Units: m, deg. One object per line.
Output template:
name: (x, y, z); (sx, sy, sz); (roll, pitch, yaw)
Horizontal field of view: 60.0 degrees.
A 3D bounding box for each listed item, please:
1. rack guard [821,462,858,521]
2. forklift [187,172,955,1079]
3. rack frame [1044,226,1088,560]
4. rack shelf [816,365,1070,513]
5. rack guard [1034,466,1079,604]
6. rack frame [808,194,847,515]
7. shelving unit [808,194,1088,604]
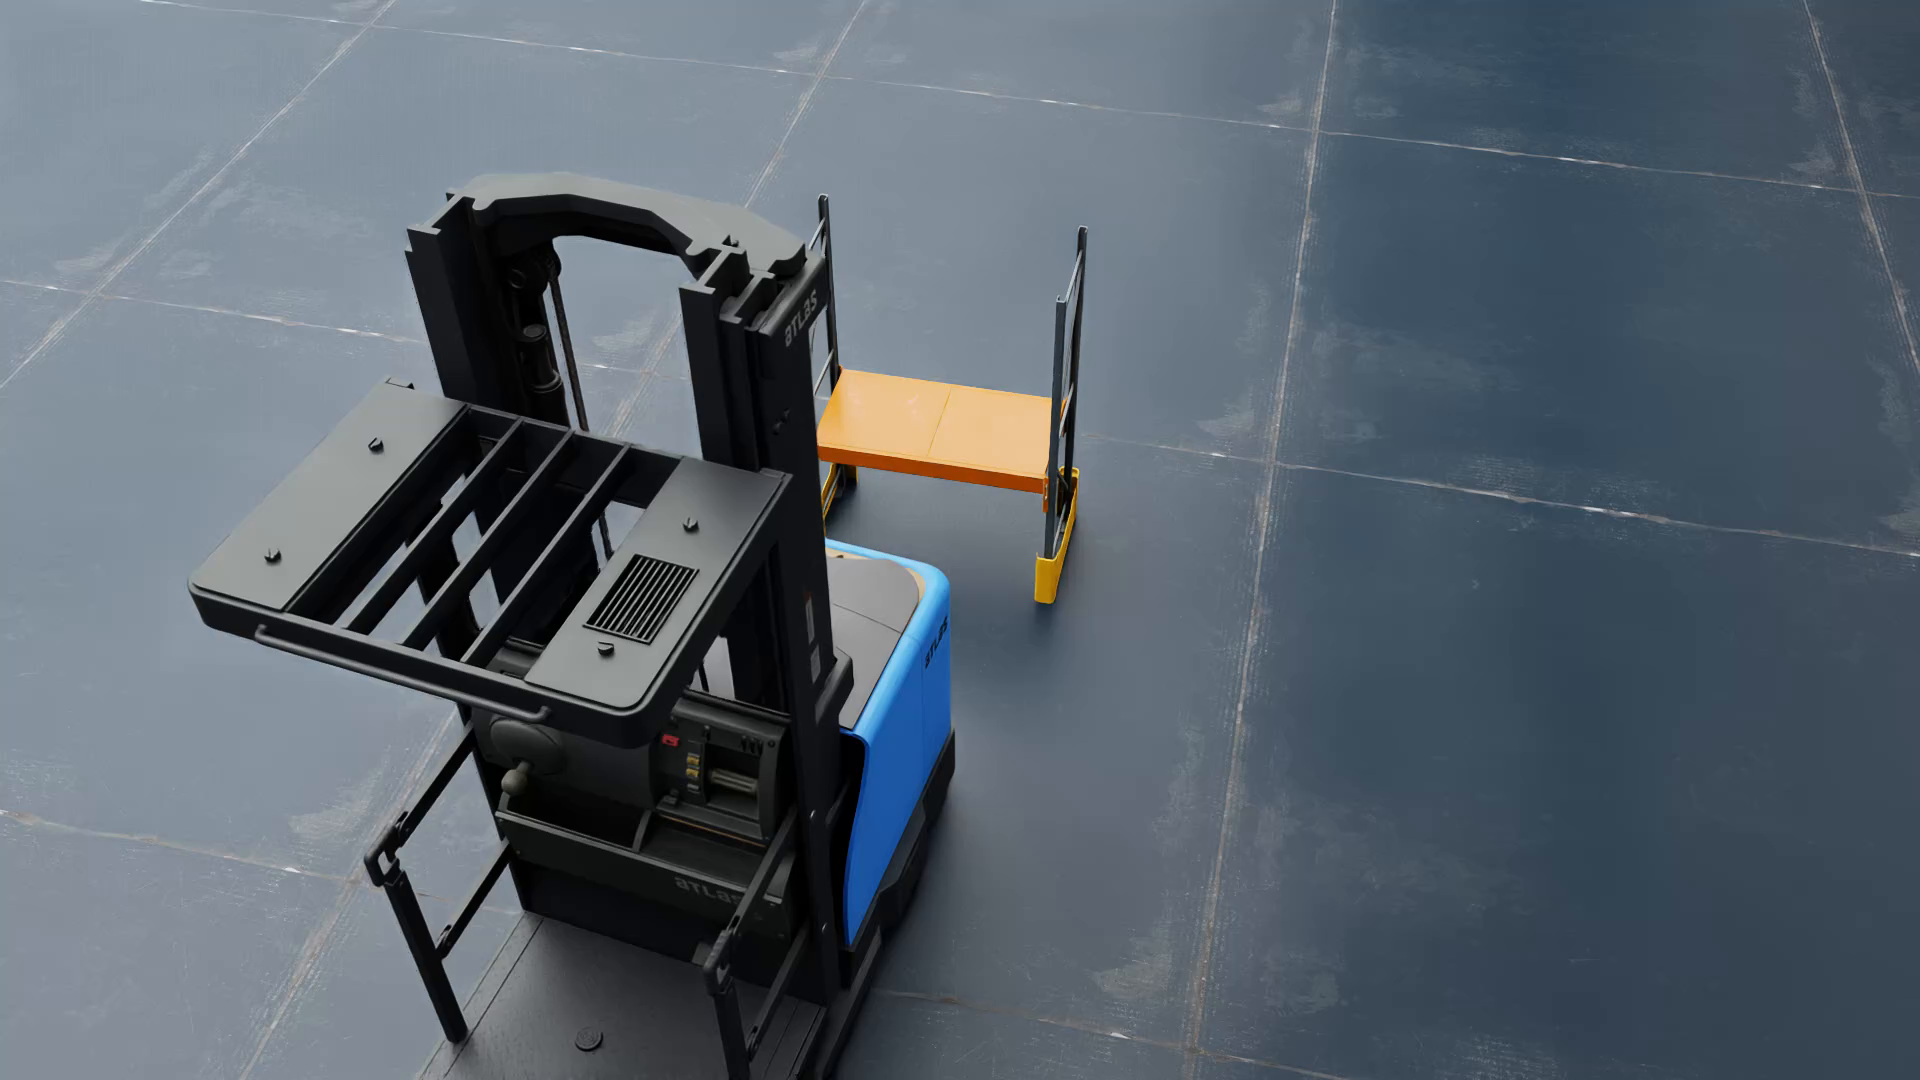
rack guard: (-0.560, -0.177, 7.214); (0.087, 0.250, 0.587); (9, 45, 9)
forklift: (-0.990, 0.665, 4.405); (1.130, 2.935, 3.031); (14, 46, 14)
rack frame: (0.413, -0.476, 6.623); (0.032, 1.500, 0.500); (9, 45, 9)
rack shelf: (-0.083, -0.424, 6.828); (1.000, 0.185, 0.538); (9, 45, 9)
rack guard: (0.412, -0.026, 7.057); (0.087, 0.250, 0.587); (9, 45, 9)
rack frame: (-0.579, -0.630, 6.783); (0.032, 1.500, 0.500); (9, 45, 9)
shelving unit: (-0.074, -0.552, 6.702); (1.083, 1.500, 0.587); (9, 45, 9)
